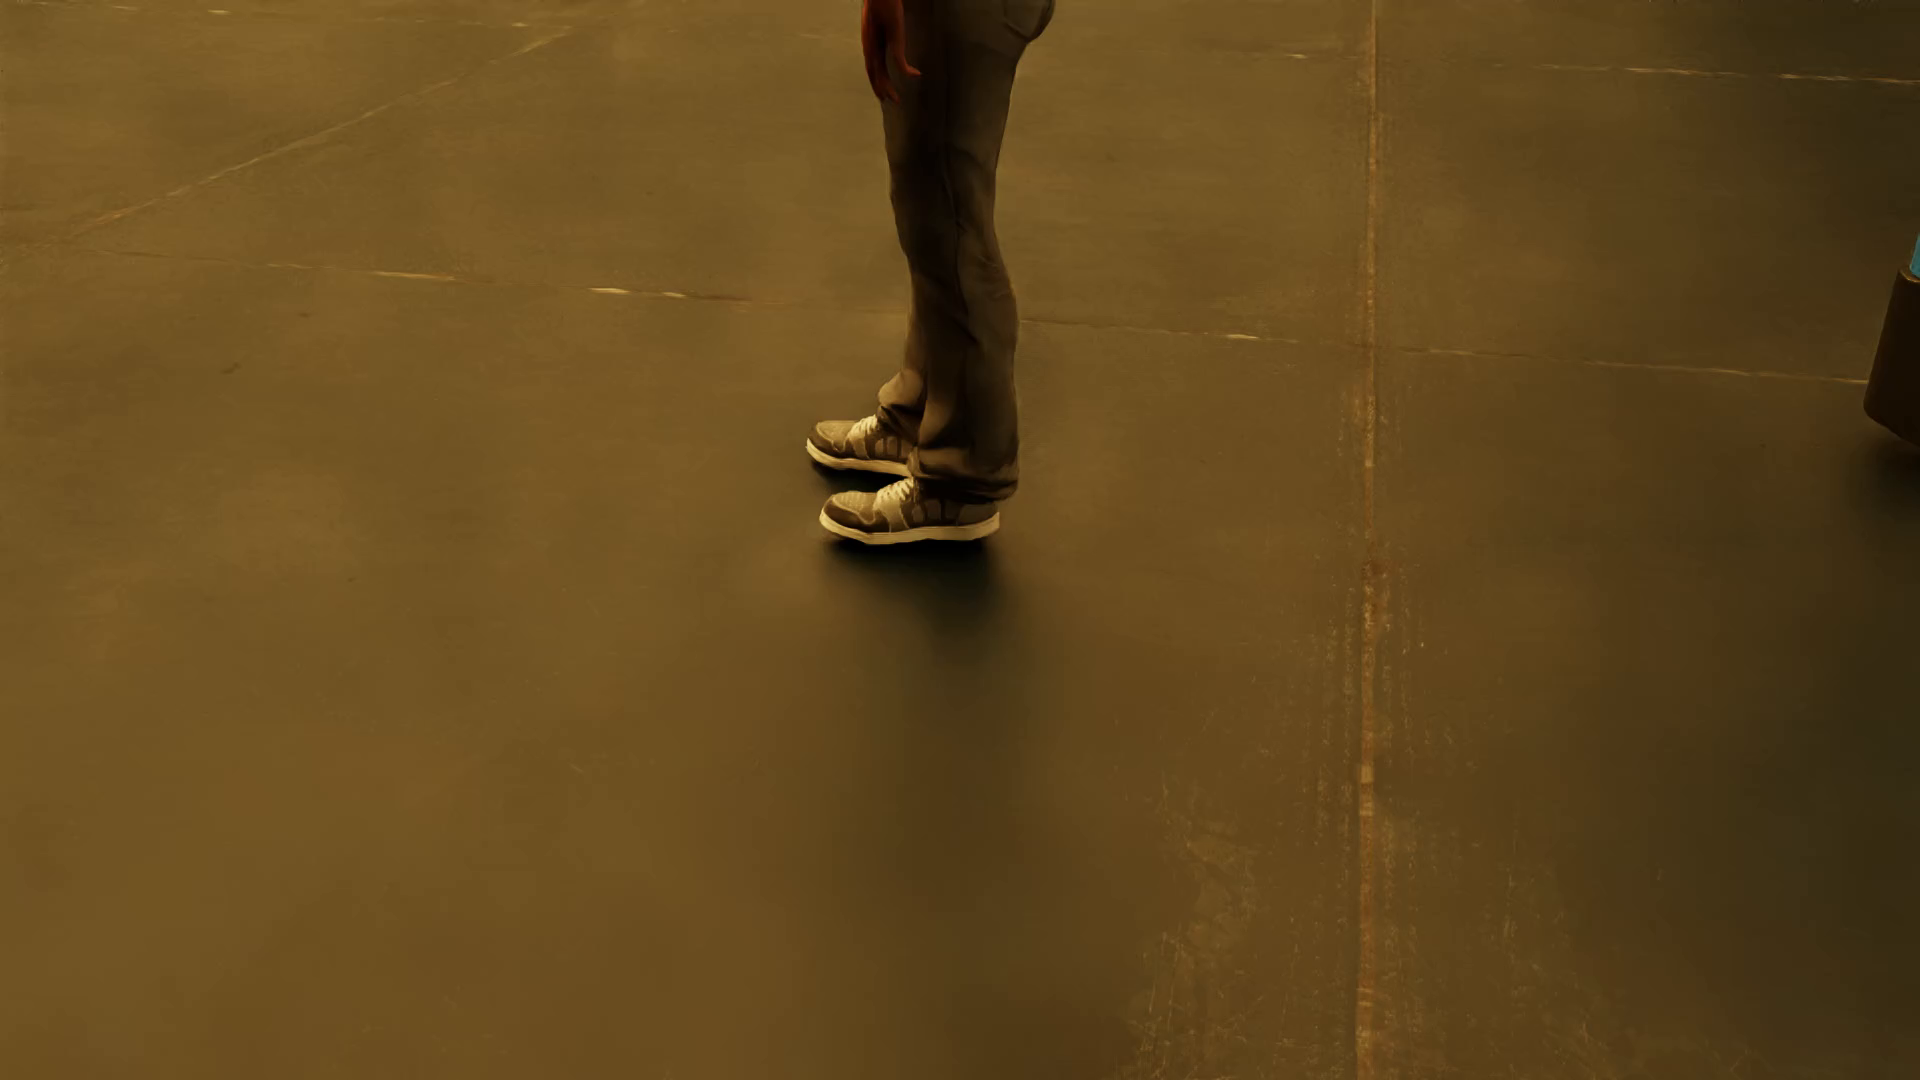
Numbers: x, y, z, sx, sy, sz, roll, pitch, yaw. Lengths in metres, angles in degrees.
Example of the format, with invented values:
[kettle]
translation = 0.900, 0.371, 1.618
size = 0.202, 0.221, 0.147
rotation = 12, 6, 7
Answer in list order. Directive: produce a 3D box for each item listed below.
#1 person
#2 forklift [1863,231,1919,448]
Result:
[person]
translation = -0.069, -0.733, 2.164
size = 0.474, 1.597, 0.521
rotation = 6, 27, 11
[forklift]
translation = 3.056, -1.341, 1.904
size = 3.031, 2.935, 1.130
rotation = -3, 27, -7
